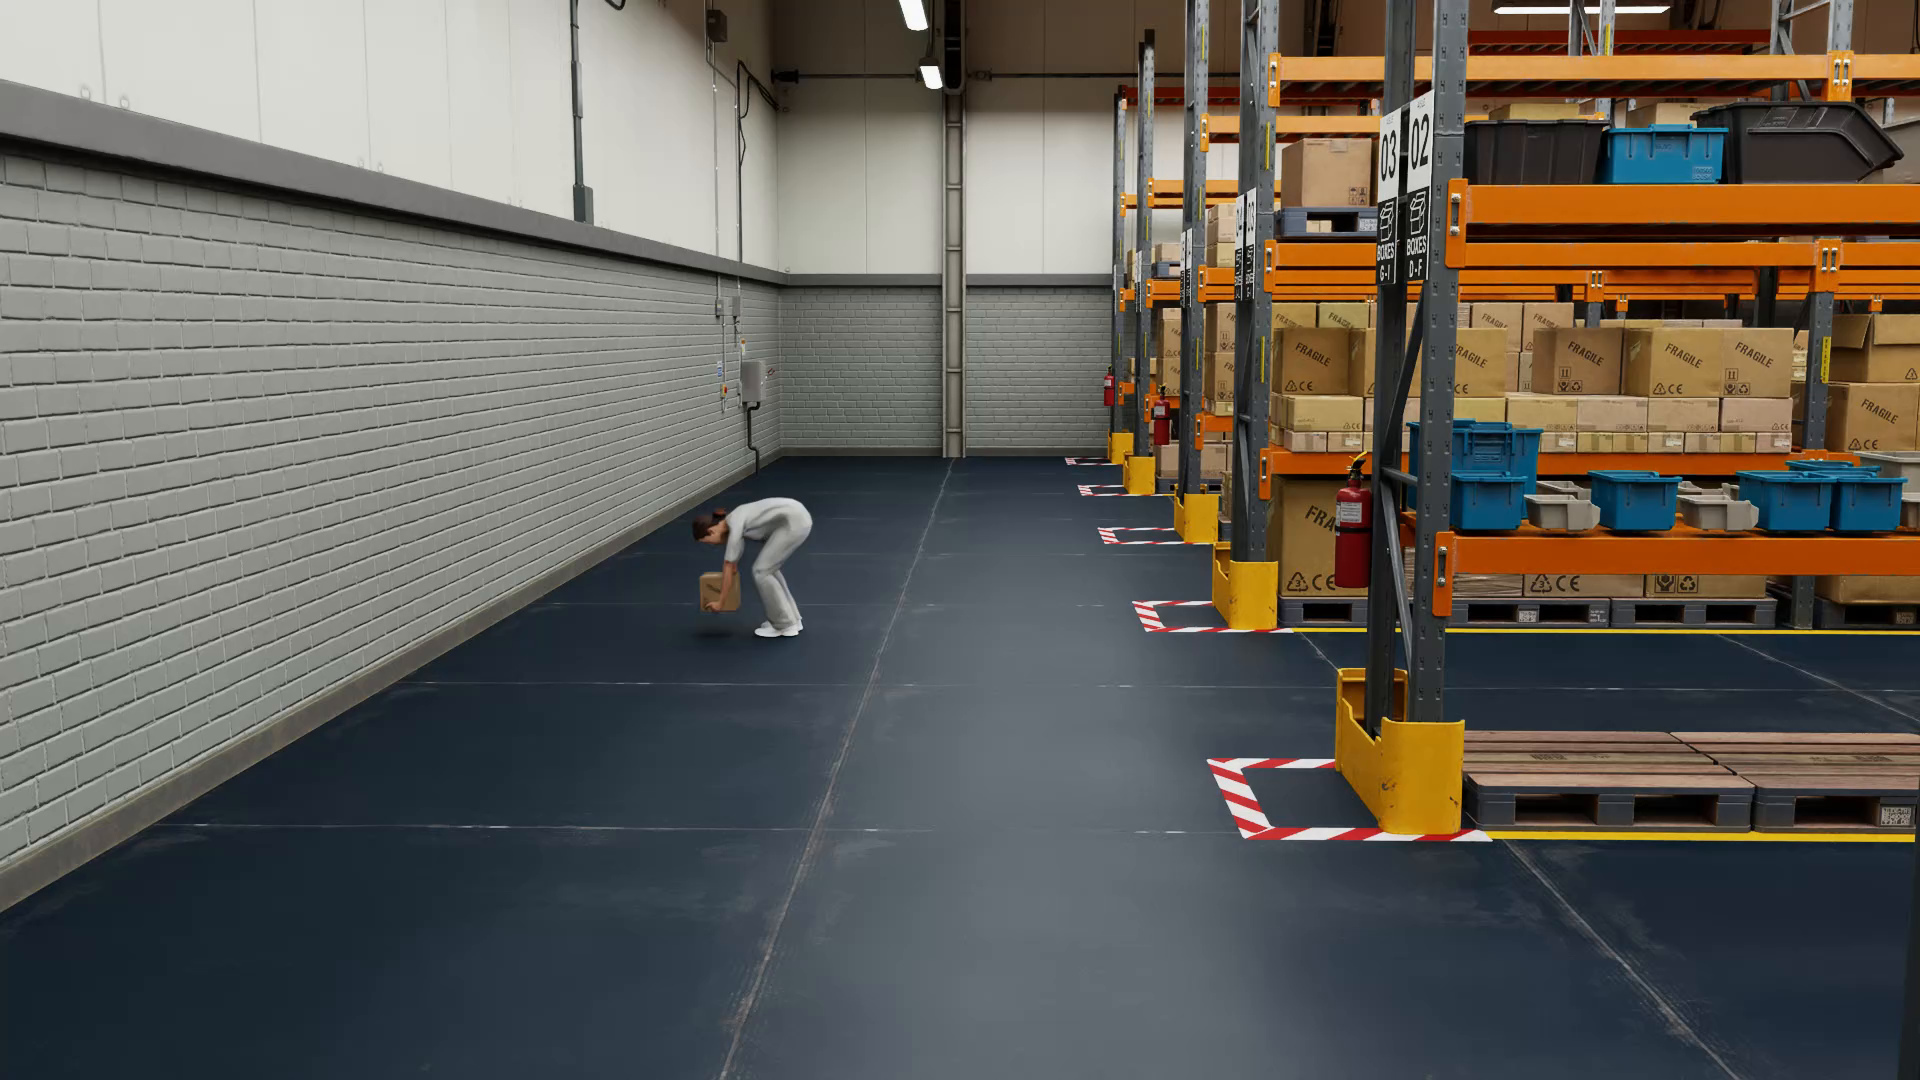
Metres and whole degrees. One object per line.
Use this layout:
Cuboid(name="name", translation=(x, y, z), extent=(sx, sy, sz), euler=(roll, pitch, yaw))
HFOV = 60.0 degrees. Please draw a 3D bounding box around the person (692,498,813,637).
Cuboid(name="person", translation=(-1.495, 0.192, 11.993), extent=(0.864, 0.986, 0.452), euler=(0, 7, -1))
